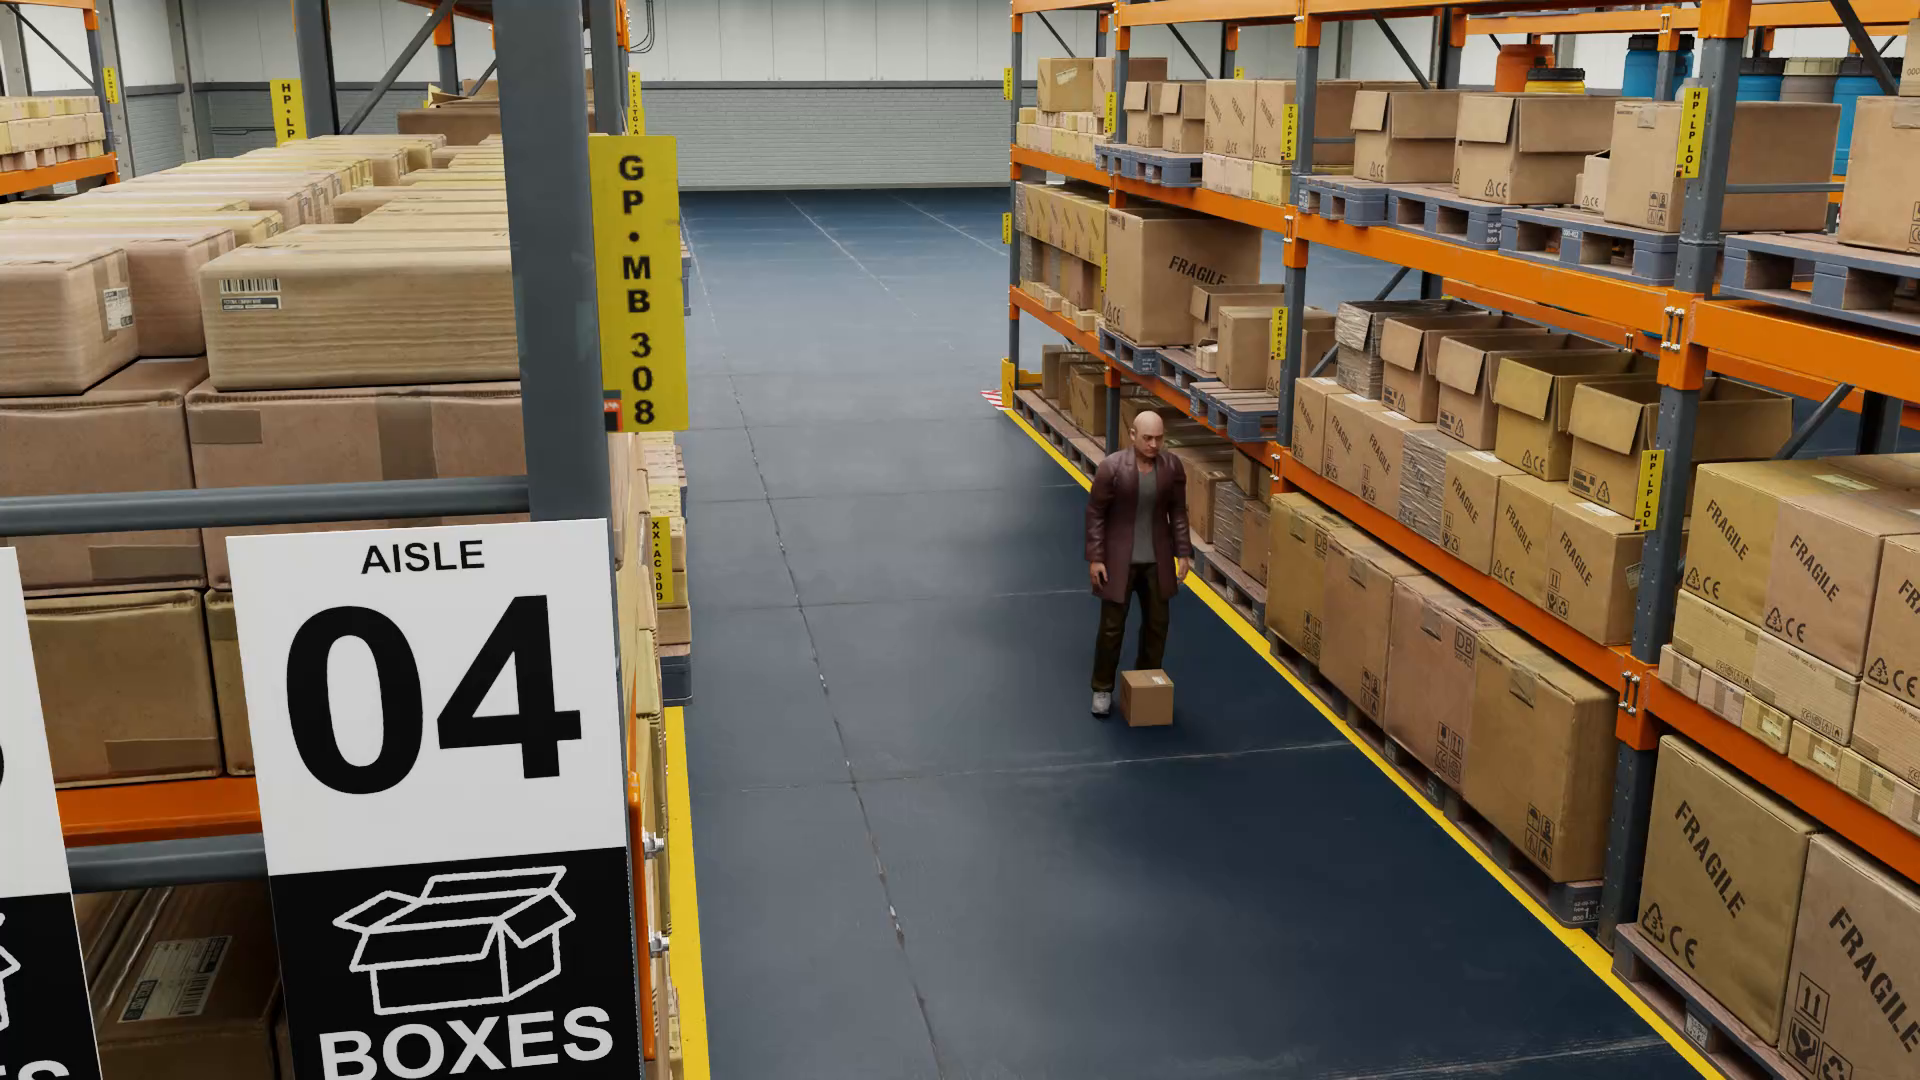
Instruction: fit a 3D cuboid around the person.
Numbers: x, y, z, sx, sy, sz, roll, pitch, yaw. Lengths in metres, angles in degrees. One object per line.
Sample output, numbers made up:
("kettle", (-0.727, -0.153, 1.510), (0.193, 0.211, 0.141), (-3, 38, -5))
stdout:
("person", (1.034, 0.116, 9.659), (0.656, 1.774, 0.416), (-4, 16, -12))
